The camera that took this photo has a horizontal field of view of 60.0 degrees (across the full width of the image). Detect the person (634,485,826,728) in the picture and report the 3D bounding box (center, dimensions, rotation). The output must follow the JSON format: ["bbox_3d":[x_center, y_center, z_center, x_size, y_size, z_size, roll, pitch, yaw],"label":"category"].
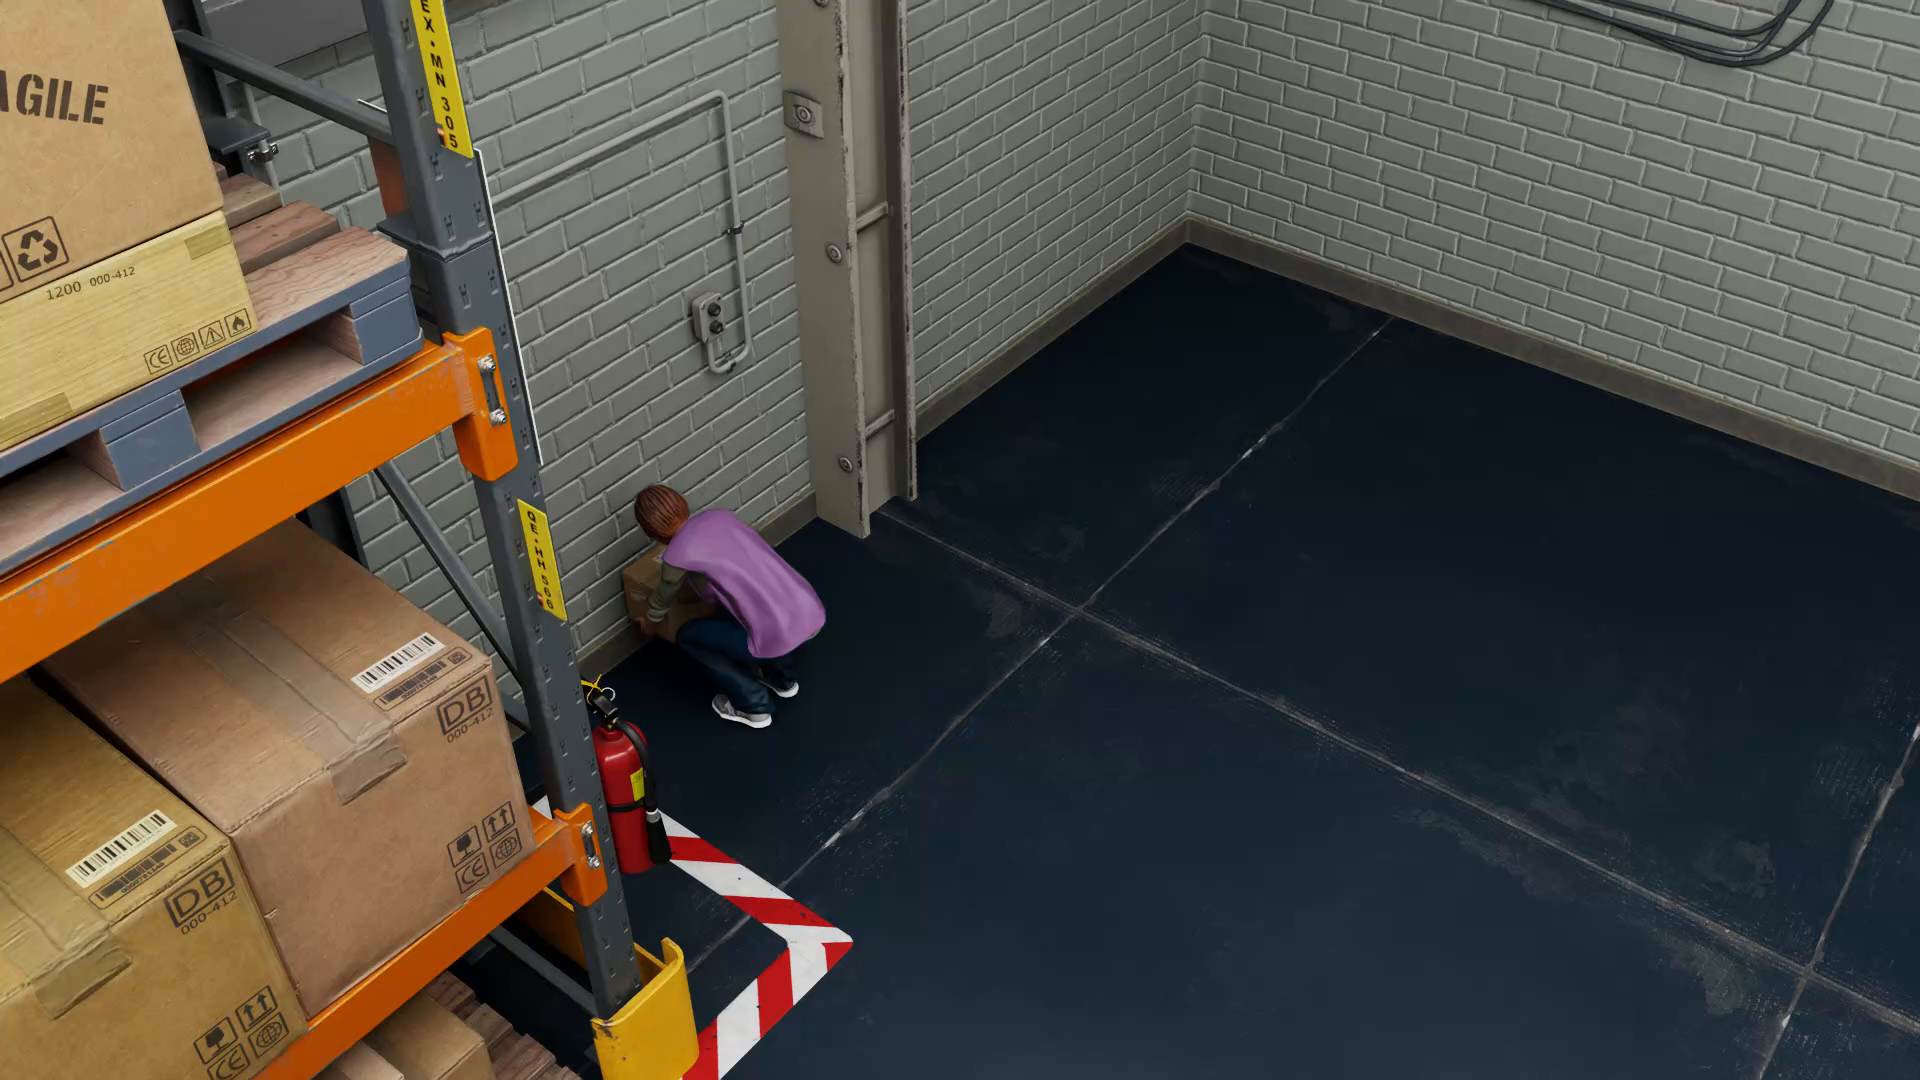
[{"bbox_3d":[-0.898,0.250,6.418,0.838,0.894,0.416,25,45,27],"label":"person"}]
